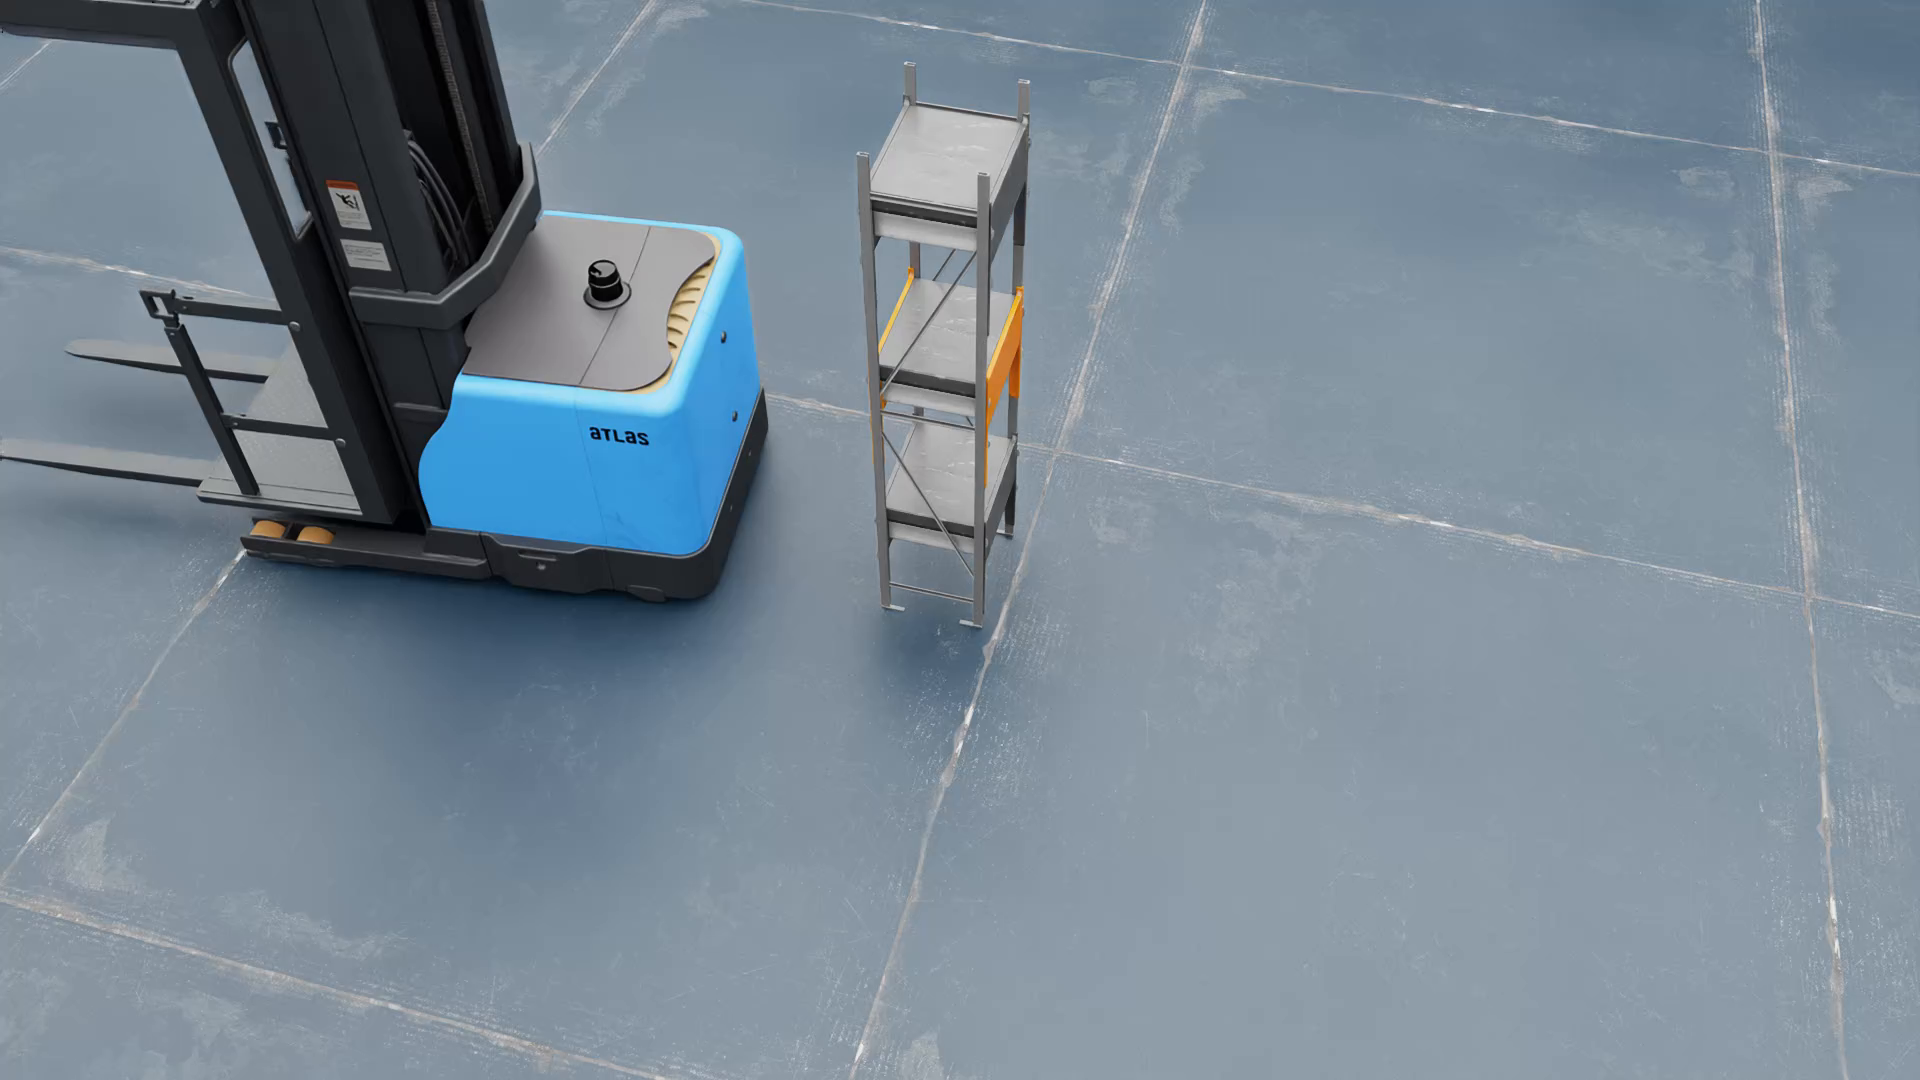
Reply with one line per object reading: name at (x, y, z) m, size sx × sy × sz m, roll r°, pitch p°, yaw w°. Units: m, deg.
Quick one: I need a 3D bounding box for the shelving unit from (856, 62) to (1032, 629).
shelving unit at (-0.044, -0.575, 5.776) m, size 0.431 × 2.100 × 0.503 m, roll 12°, pitch 50°, yaw 10°

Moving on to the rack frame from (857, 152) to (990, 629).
rack frame at (-0.108, -0.399, 5.620) m, size 0.400 × 2.100 × 0.015 m, roll 12°, pitch 50°, yaw 10°

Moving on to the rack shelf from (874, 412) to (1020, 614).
rack shelf at (-0.044, -0.103, 6.311) m, size 0.431 × 0.518 × 0.480 m, roll 12°, pitch 50°, yaw 10°

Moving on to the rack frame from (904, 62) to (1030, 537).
rack frame at (0.021, -0.752, 5.932) m, size 0.400 × 2.100 × 0.015 m, roll 12°, pitch 50°, yaw 10°

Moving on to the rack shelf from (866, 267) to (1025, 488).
rack shelf at (-0.044, -0.566, 5.786) m, size 0.431 × 0.518 × 0.480 m, roll 12°, pitch 50°, yaw 10°

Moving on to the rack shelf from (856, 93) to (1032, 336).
rack shelf at (-0.044, -1.029, 5.261) m, size 0.431 × 0.518 × 0.480 m, roll 12°, pitch 50°, yaw 10°

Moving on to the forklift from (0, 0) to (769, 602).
forklift at (-2.368, -1.250, 5.817) m, size 3.031 × 2.935 × 1.130 m, roll 7°, pitch 49°, yaw 6°
